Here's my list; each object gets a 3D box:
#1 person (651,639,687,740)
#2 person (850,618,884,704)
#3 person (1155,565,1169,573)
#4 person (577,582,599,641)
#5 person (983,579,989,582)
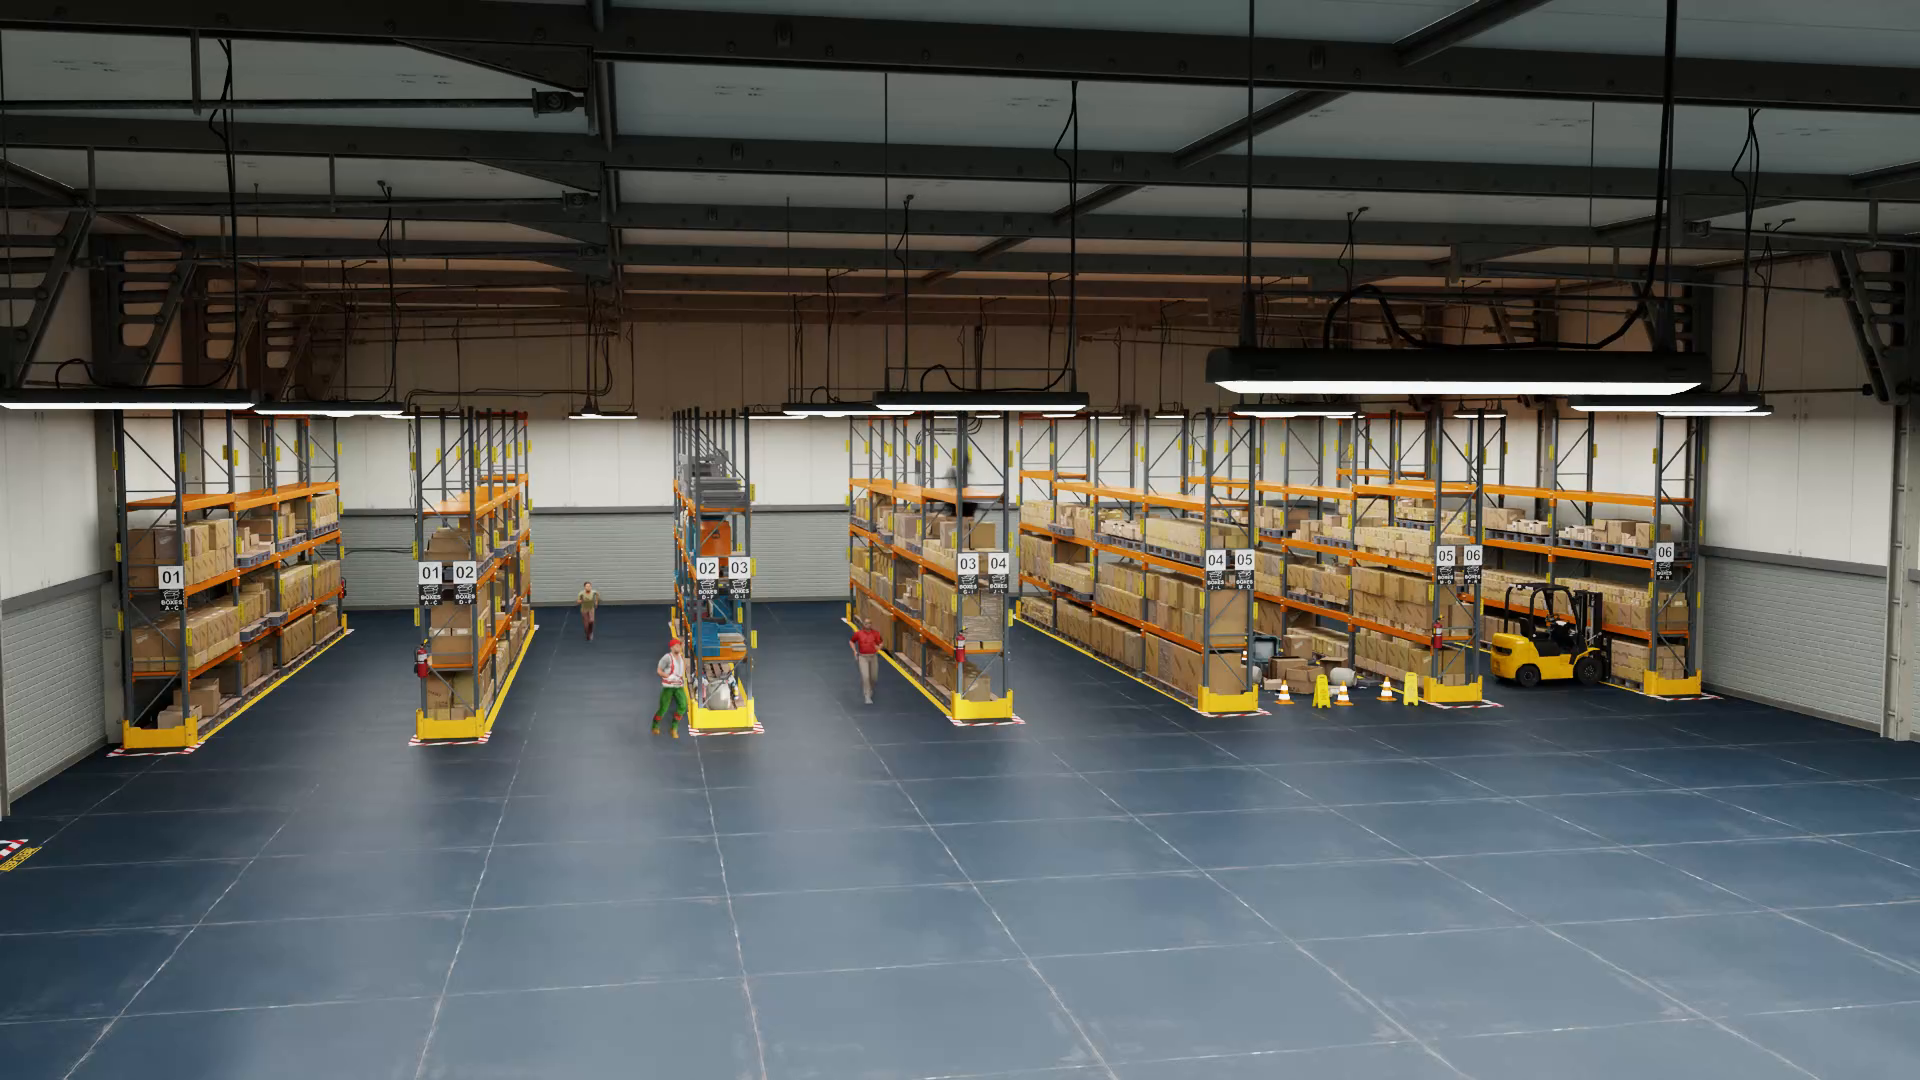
[{"bbox_3d":[-5.233,2.688,30.222,0.715,1.797,0.692,4,6,43],"label":"person"},{"bbox_3d":[-1.887,2.444,33.978,0.673,1.699,0.944,-1,4,-16],"label":"person"},{"bbox_3d":[6.324,1.231,50.859,0.808,1.830,0.691,-1,4,-10],"label":"person"},{"bbox_3d":[-9.591,1.856,42.912,0.562,1.588,0.799,-1,4,-12],"label":"person"},{"bbox_3d":[0.527,1.408,48.447,0.782,1.735,0.913,1,4,13],"label":"person"}]
